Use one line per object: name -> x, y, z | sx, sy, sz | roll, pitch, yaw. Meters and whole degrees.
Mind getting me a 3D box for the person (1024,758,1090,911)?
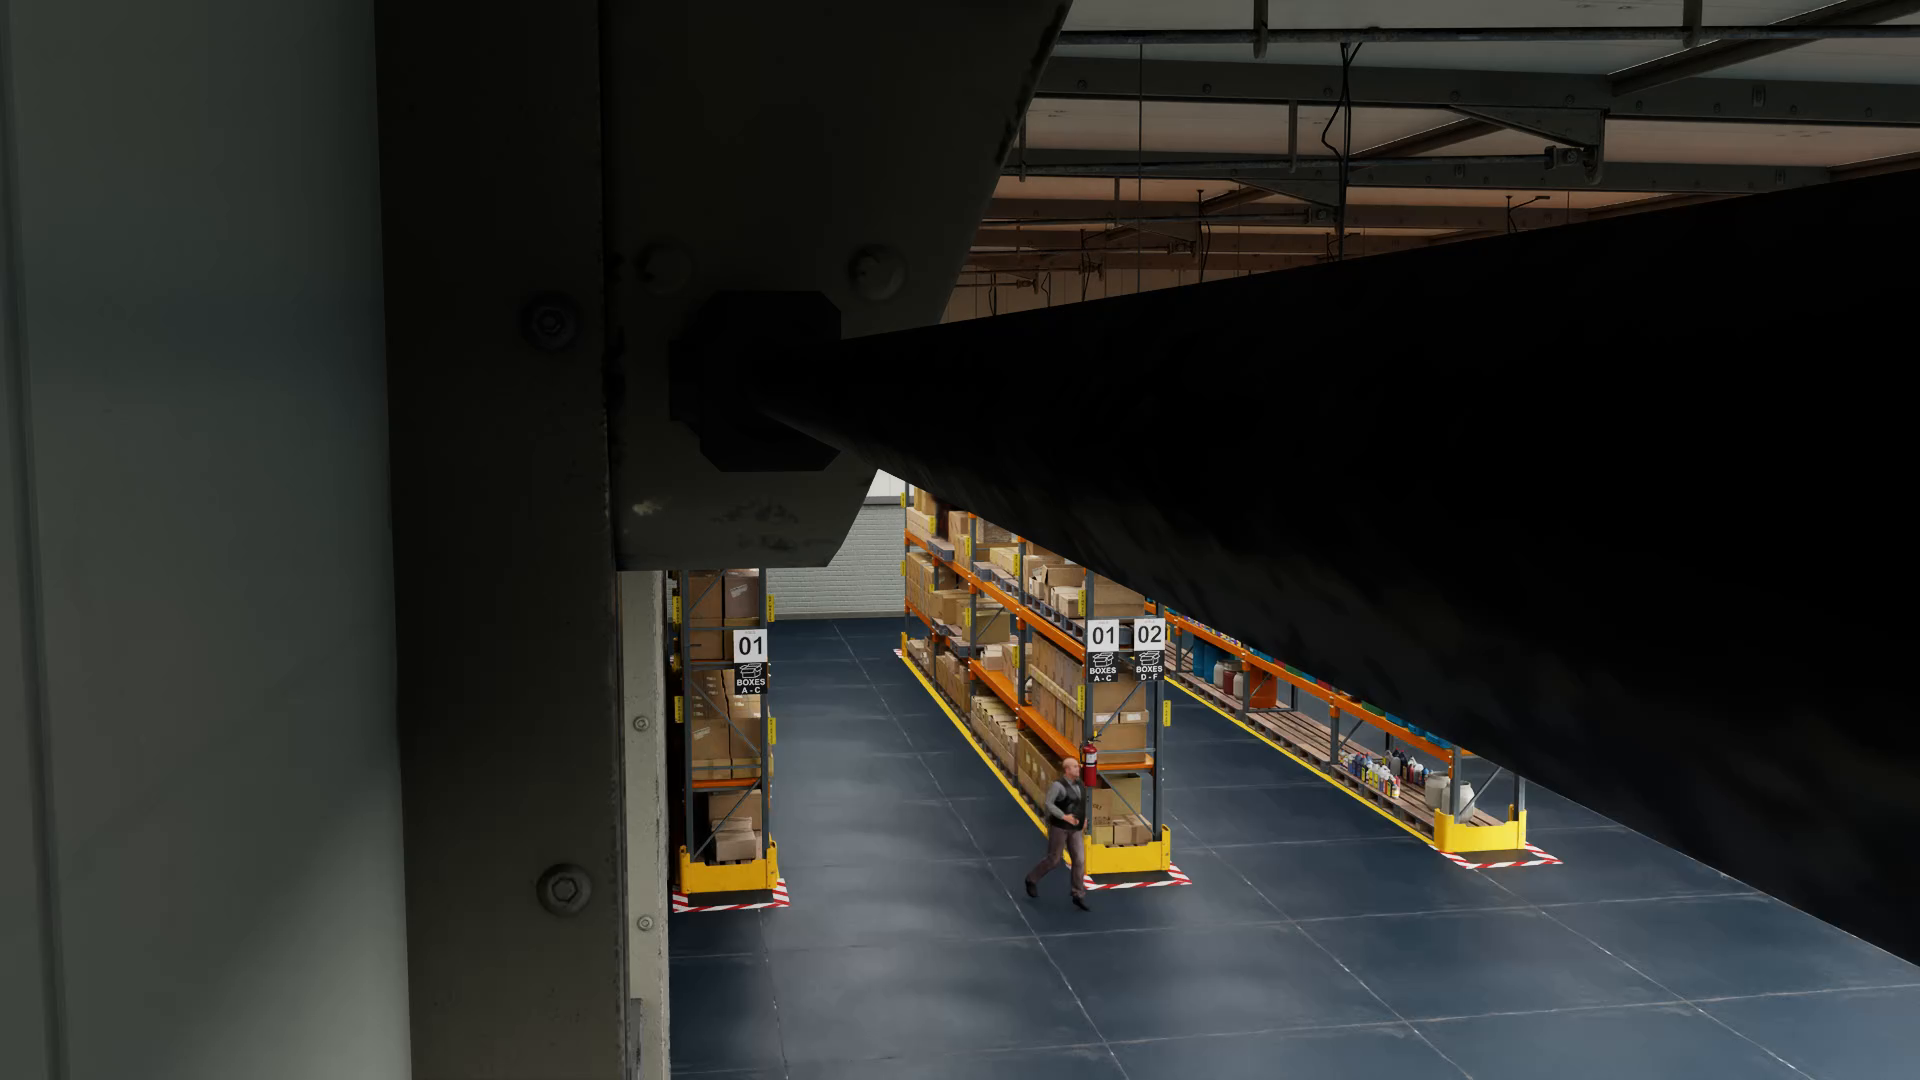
person -> 1.290, 3.436, 19.684 | 0.724, 1.705, 0.949 | -5, 8, -41
